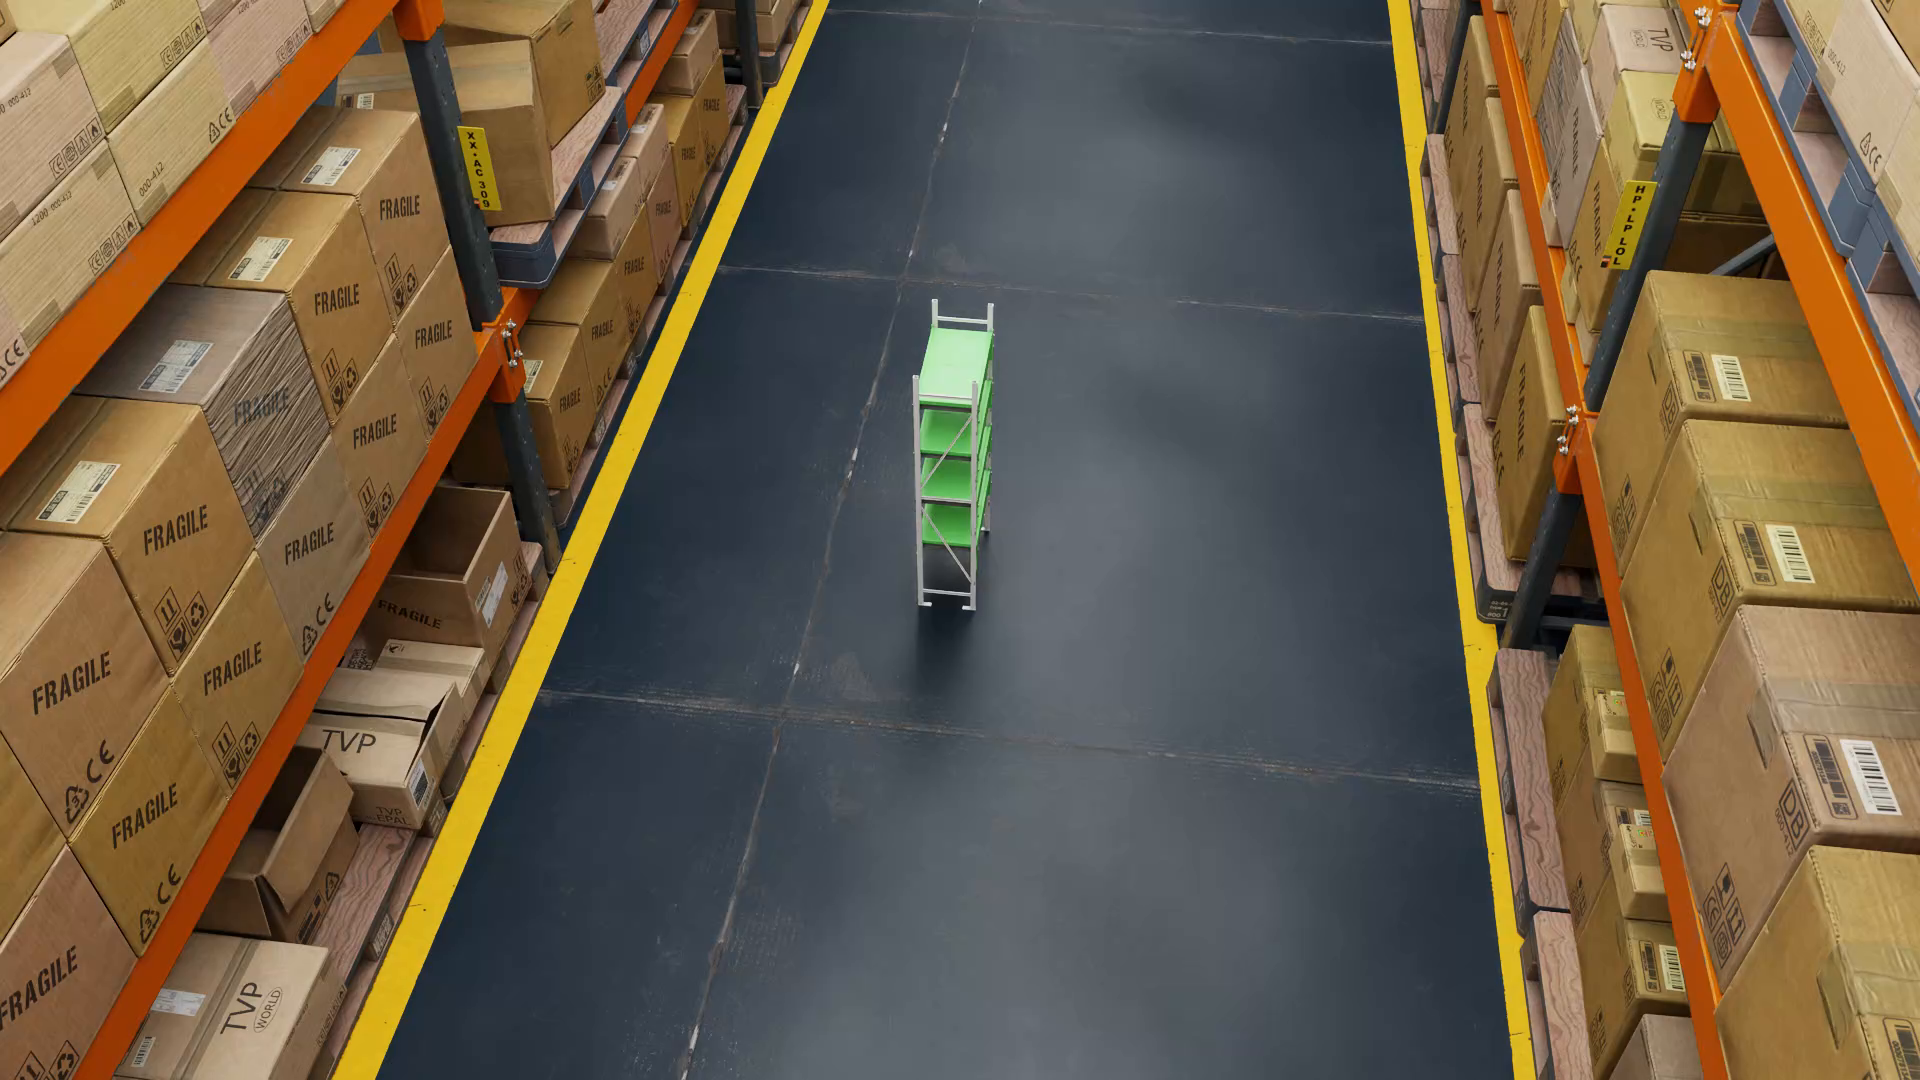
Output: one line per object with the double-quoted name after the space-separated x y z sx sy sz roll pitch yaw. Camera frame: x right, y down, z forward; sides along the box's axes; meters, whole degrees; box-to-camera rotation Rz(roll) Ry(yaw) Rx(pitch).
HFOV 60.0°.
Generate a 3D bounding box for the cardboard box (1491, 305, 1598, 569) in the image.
2.649 -0.403 6.752 0.750 0.750 0.750 6 44 6 "cardboard box"

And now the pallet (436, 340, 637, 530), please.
-2.149 -0.569 7.698 1.003 0.211 1.213 5 44 6 "pallet"

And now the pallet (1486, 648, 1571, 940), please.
2.514 0.948 6.096 1.003 0.211 1.213 5 44 6 "pallet"

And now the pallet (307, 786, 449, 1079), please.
-2.469 1.291 5.734 1.003 0.211 1.213 5 44 6 "pallet"

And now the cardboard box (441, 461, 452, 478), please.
-2.438 -0.638 7.241 0.500 0.500 0.500 5 44 5 "cardboard box"

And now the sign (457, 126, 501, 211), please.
-1.680 -1.294 5.805 0.100 0.325 0.005 5 44 6 "sign"

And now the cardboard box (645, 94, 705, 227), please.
-1.650 -1.991 8.669 0.500 0.500 0.500 4 44 4 "cardboard box"

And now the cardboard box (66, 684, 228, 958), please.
-2.295 0.694 4.263 0.500 0.500 0.500 5 44 5 "cardboard box"

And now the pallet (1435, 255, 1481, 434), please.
2.878 -0.930 8.079 1.003 0.211 1.213 5 44 6 "pallet"

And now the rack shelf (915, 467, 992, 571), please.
-0.022 -0.102 6.927 0.258 0.148 0.480 5 44 6 "rack shelf"

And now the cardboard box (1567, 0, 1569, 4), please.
2.711 -2.384 6.737 0.500 0.250 0.500 4 44 5 "cardboard box"

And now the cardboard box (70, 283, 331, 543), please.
-2.161 -0.362 4.651 0.500 0.500 0.500 6 44 6 "cardboard box"

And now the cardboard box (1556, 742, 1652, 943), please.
2.422 1.021 5.502 0.700 0.500 0.500 5 44 5 "cardboard box"

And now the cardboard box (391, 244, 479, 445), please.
-2.031 -0.696 5.731 0.500 0.500 0.500 6 44 6 "cardboard box"

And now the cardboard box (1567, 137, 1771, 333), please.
2.503 -1.065 5.890 0.500 0.500 0.500 5 44 5 "cardboard box"

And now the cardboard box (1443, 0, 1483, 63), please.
3.264 -3.050 9.787 0.700 0.500 0.500 6 44 6 "cardboard box"

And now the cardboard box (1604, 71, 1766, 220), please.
2.500 -1.342 5.636 0.500 0.250 0.500 6 44 7 "cardboard box"

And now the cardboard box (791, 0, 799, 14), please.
-1.264 -3.577 10.540 0.500 0.250 0.500 4 44 4 "cardboard box"

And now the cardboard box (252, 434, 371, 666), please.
-2.163 0.006 4.990 0.500 0.500 0.500 6 44 6 "cardboard box"

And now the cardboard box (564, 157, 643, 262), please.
-1.781 -1.537 7.645 0.500 0.250 0.500 5 44 6 "cardboard box"

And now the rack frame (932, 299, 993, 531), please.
0.010 -0.489 6.894 0.240 1.200 0.015 5 44 6 "rack frame"

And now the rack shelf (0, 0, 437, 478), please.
-2.483 -0.489 3.926 1.077 0.370 4.000 5 44 6 "rack shelf"

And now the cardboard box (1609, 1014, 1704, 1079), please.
2.288 1.735 4.749 0.700 0.500 0.500 4 44 4 "cardboard box"

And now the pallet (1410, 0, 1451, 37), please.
3.489 -3.651 10.953 1.003 0.211 1.213 5 44 6 "pallet"

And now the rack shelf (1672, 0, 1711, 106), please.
2.956 -2.767 6.332 1.077 0.370 4.000 5 44 6 "rack shelf"

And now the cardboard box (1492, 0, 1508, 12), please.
2.787 -2.671 8.057 0.380 0.149 0.250 6 44 7 "cardboard box"

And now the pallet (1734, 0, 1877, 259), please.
2.573 -1.077 4.088 1.003 0.211 1.213 5 44 6 "pallet"

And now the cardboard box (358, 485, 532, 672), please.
-2.013 0.138 6.421 0.500 0.500 0.500 5 44 6 "cardboard box"

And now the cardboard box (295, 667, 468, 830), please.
-2.112 0.718 5.946 0.500 0.311 0.500 5 44 6 "cardboard box"

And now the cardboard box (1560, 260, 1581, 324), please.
2.466 -0.922 6.211 0.380 0.149 0.250 6 44 6 "cardboard box"

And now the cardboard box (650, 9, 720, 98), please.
-1.584 -2.577 8.742 0.500 0.250 0.500 7 44 7 "cardboard box"

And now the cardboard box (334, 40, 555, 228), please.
-1.934 -1.515 6.290 0.700 0.500 0.500 -8 44 -9 "cardboard box"

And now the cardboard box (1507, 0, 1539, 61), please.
2.758 -2.452 7.354 0.500 0.500 0.500 5 44 5 "cardboard box"

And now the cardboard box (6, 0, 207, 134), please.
-2.152 -1.203 3.903 0.500 0.250 0.500 5 44 6 "cardboard box"

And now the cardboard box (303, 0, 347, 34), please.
-2.019 -1.703 4.794 0.500 0.250 0.500 5 44 6 "cardboard box"

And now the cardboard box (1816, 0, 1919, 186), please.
2.258 -1.007 3.681 0.500 0.250 0.500 4 44 5 "cardboard box"

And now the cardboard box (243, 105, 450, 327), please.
-2.029 -1.055 5.383 0.500 0.500 0.500 5 44 6 "cardboard box"

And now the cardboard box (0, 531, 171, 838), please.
-2.295 0.327 3.923 0.500 0.500 0.500 6 44 6 "cardboard box"

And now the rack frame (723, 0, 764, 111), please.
-1.690 -3.750 9.029 1.000 3.000 0.127 5 44 6 "rack frame"

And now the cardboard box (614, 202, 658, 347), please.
-1.780 -1.288 7.927 0.500 0.500 0.500 6 44 6 "cardboard box"

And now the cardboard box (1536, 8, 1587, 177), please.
2.636 -1.755 6.619 0.500 0.500 0.500 5 44 6 "cardboard box"

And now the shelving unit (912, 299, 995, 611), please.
-0.022 -0.323 6.718 0.258 1.200 0.503 5 44 6 "shelving unit"

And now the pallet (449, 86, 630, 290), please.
-2.005 -1.489 6.780 1.003 0.211 1.213 5 44 6 "pallet"

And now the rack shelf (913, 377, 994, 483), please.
-0.022 -0.451 6.597 0.258 0.148 0.480 5 44 6 "rack shelf"

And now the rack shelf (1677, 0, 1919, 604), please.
2.427 -0.041 3.453 1.077 0.370 4.000 5 44 6 "rack shelf"

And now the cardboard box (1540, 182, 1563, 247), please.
2.521 -1.280 6.589 0.380 0.149 0.250 5 44 6 "cardboard box"

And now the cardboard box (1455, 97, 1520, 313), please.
2.871 -1.588 8.004 0.750 0.750 0.750 5 44 5 "cardboard box"

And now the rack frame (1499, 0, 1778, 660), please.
2.692 -0.576 5.677 1.000 3.000 0.127 5 44 6 "rack frame"

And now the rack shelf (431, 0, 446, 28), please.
-1.954 -3.215 6.805 1.077 0.370 4.000 5 44 6 "rack shelf"

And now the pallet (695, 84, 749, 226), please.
-1.826 -2.232 9.454 1.003 0.211 1.213 5 44 6 "pallet"

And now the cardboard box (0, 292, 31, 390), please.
-2.284 -0.340 3.355 0.500 0.250 0.500 5 44 6 "cardboard box"

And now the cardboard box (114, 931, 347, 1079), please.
-2.262 1.515 5.149 0.500 0.250 0.500 5 44 6 "cardboard box"

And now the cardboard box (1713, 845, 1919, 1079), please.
2.306 1.196 3.587 0.980 0.700 0.700 5 44 5 "cardboard box"

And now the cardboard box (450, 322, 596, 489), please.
-1.913 -0.584 7.183 0.500 0.500 0.500 3 44 4 "cardboard box"

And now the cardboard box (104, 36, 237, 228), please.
-2.154 -1.022 4.075 0.500 0.250 0.500 5 44 6 "cardboard box"

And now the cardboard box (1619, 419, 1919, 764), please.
2.502 0.180 4.660 0.980 0.700 0.700 4 44 4 "cardboard box"

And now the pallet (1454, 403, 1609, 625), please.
2.719 -0.096 7.198 1.003 0.211 1.213 5 44 6 "pallet"

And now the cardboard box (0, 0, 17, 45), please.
-2.427 -1.154 3.305 0.700 0.500 0.500 5 44 6 "cardboard box"

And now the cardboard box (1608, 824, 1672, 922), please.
2.196 1.016 5.036 0.380 0.149 0.250 4 44 4 "cardboard box"
